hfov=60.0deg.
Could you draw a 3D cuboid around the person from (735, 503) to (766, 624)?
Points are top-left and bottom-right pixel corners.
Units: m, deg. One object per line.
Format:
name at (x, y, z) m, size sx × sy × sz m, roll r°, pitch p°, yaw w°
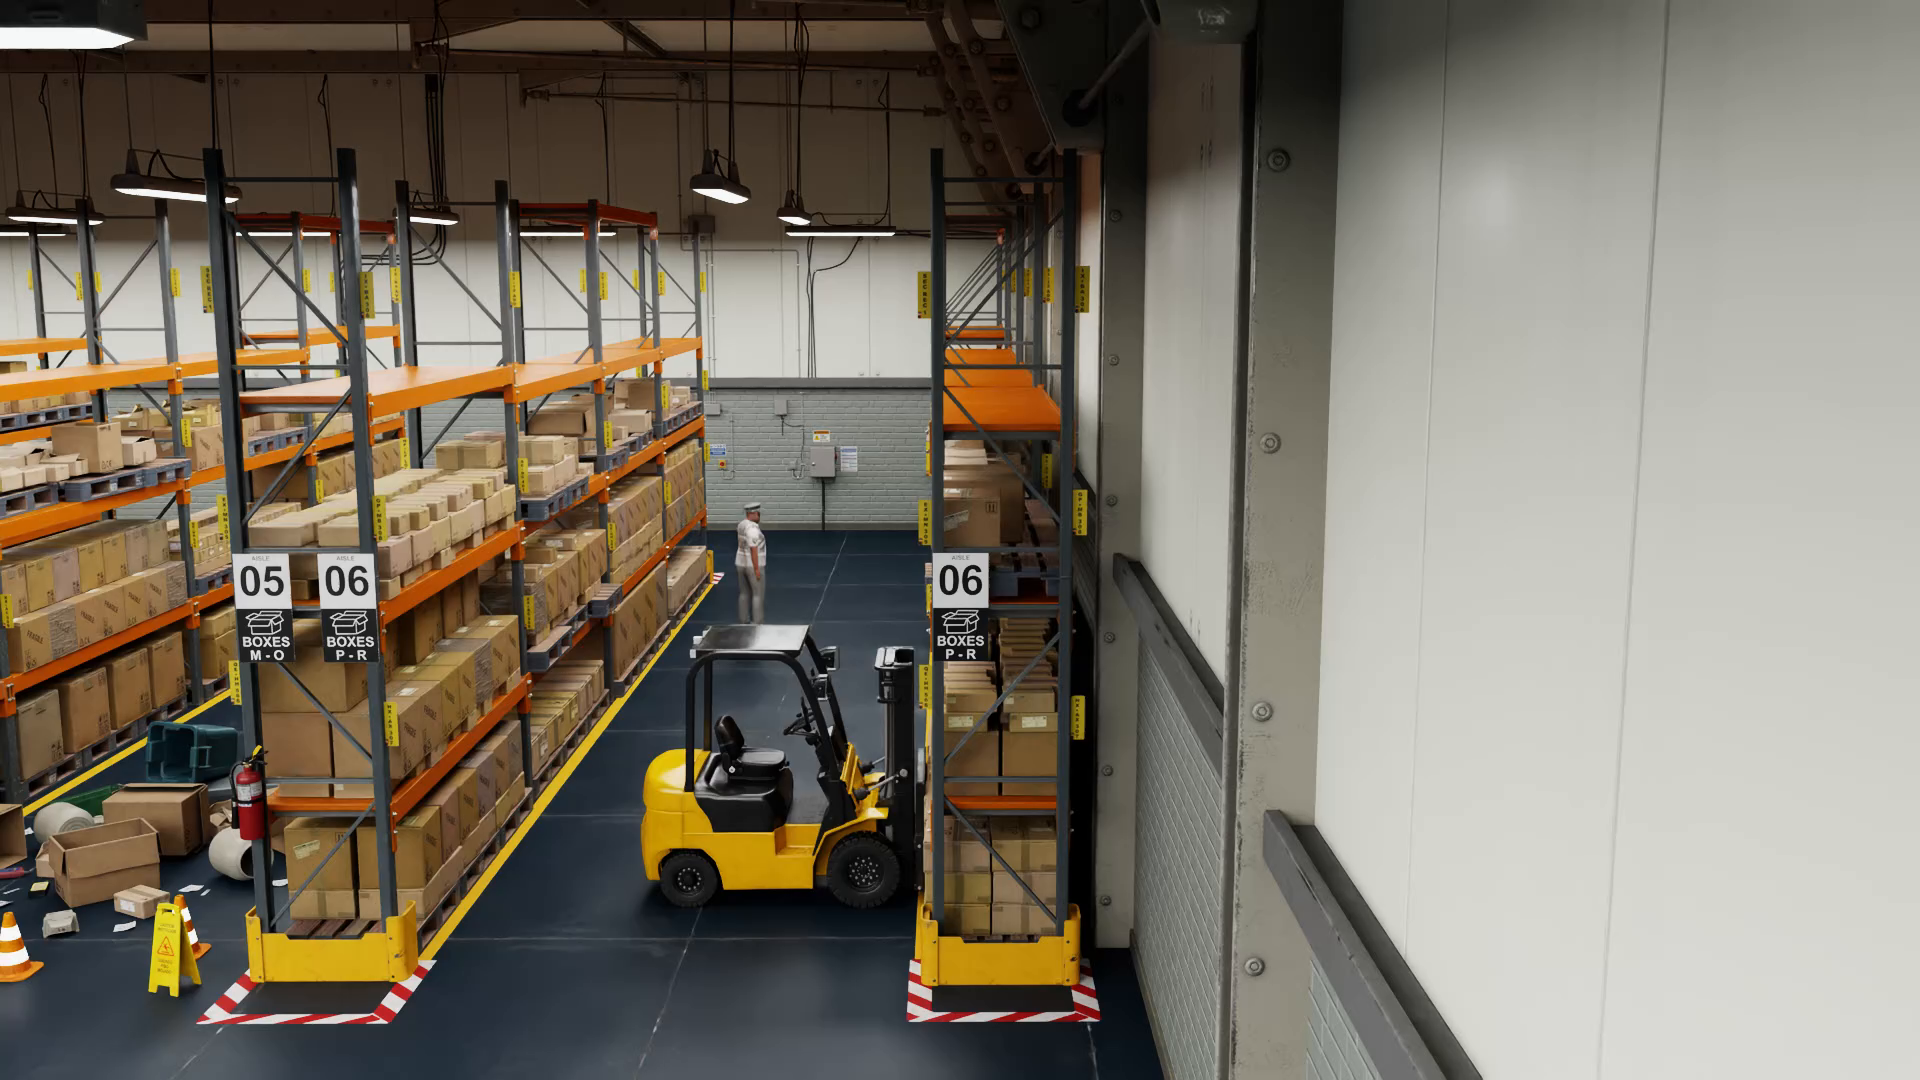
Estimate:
person at (-2.858, 0.362, 22.817) m, size 0.545 × 1.761 × 0.437 m, roll 8°, pitch 12°, yaw 41°
